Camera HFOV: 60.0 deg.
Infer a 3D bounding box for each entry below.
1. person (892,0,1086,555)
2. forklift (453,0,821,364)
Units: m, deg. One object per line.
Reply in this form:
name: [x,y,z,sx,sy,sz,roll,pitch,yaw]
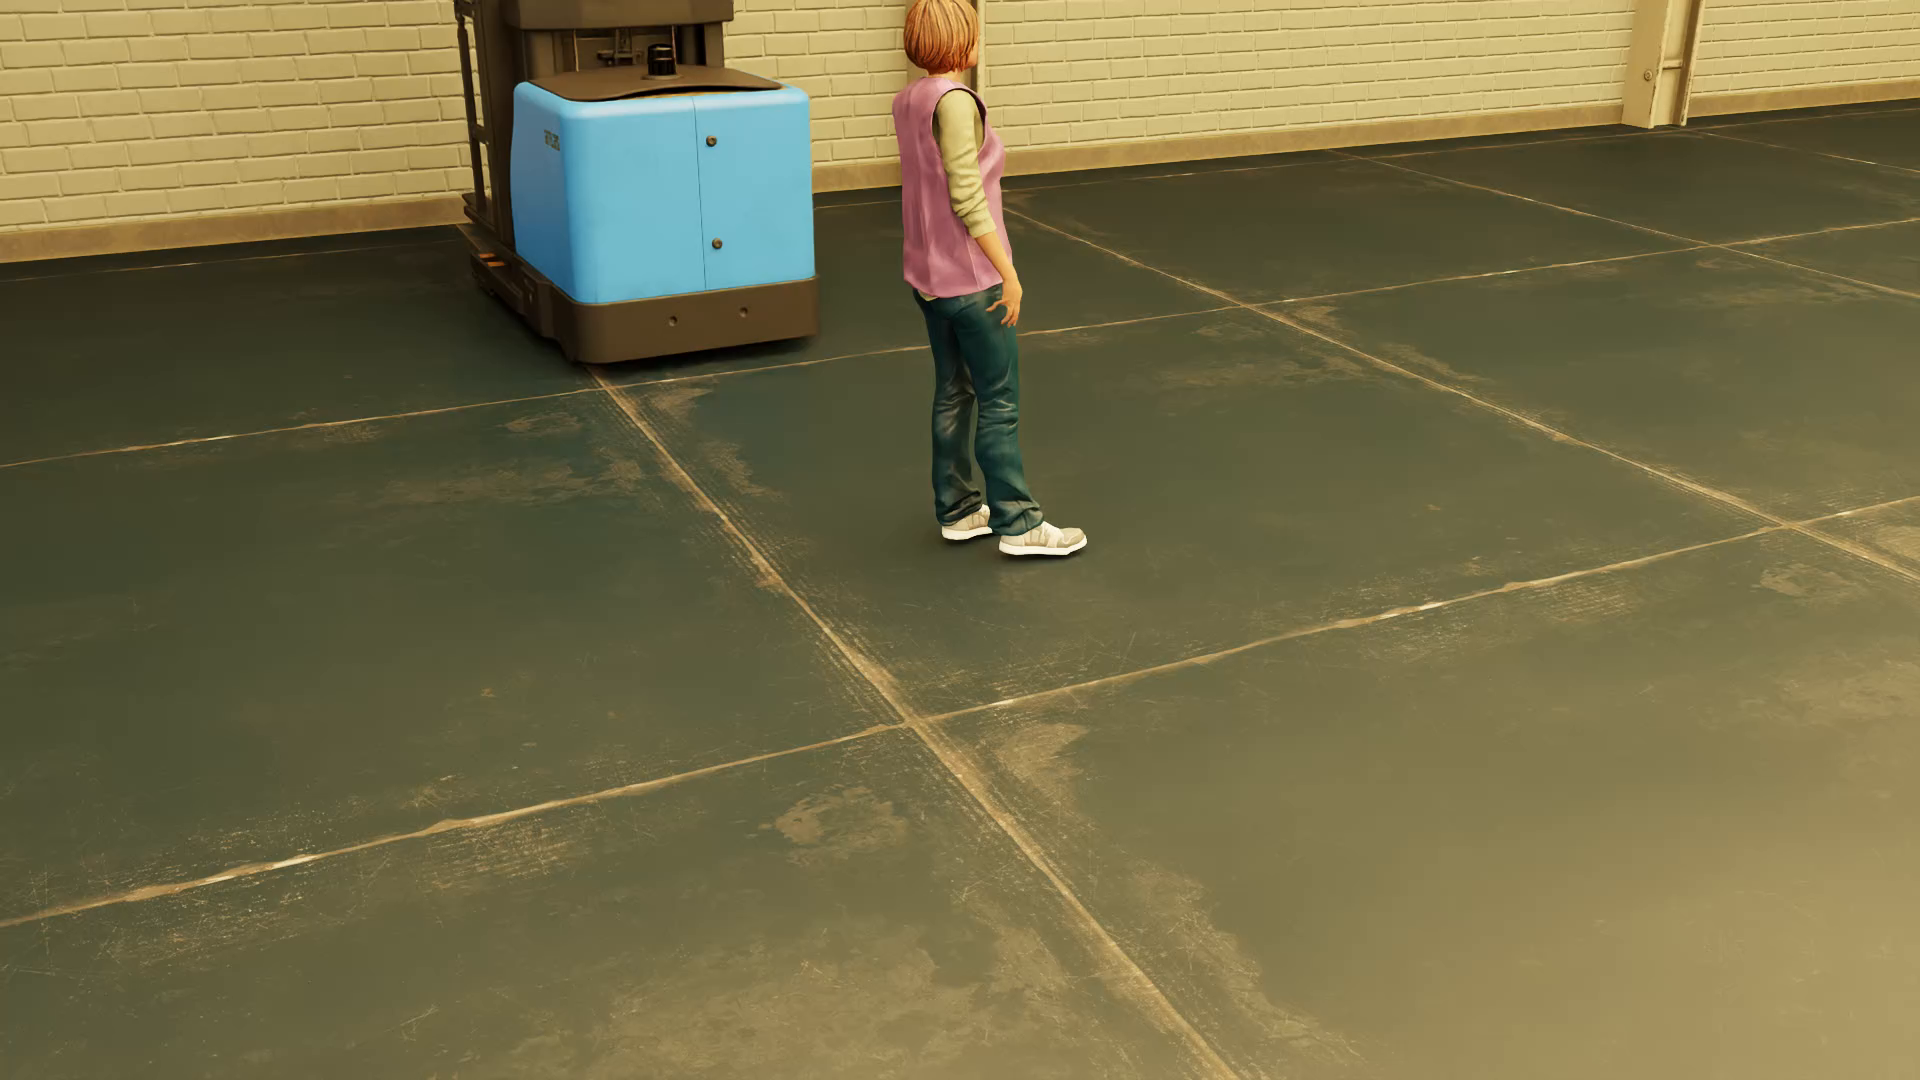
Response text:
person: [0.073,-0.751,4.816,0.473,1.599,0.521,-10,25,-23]
forklift: [-1.717,-2.581,7.500,1.130,2.935,3.031,-11,25,-25]
